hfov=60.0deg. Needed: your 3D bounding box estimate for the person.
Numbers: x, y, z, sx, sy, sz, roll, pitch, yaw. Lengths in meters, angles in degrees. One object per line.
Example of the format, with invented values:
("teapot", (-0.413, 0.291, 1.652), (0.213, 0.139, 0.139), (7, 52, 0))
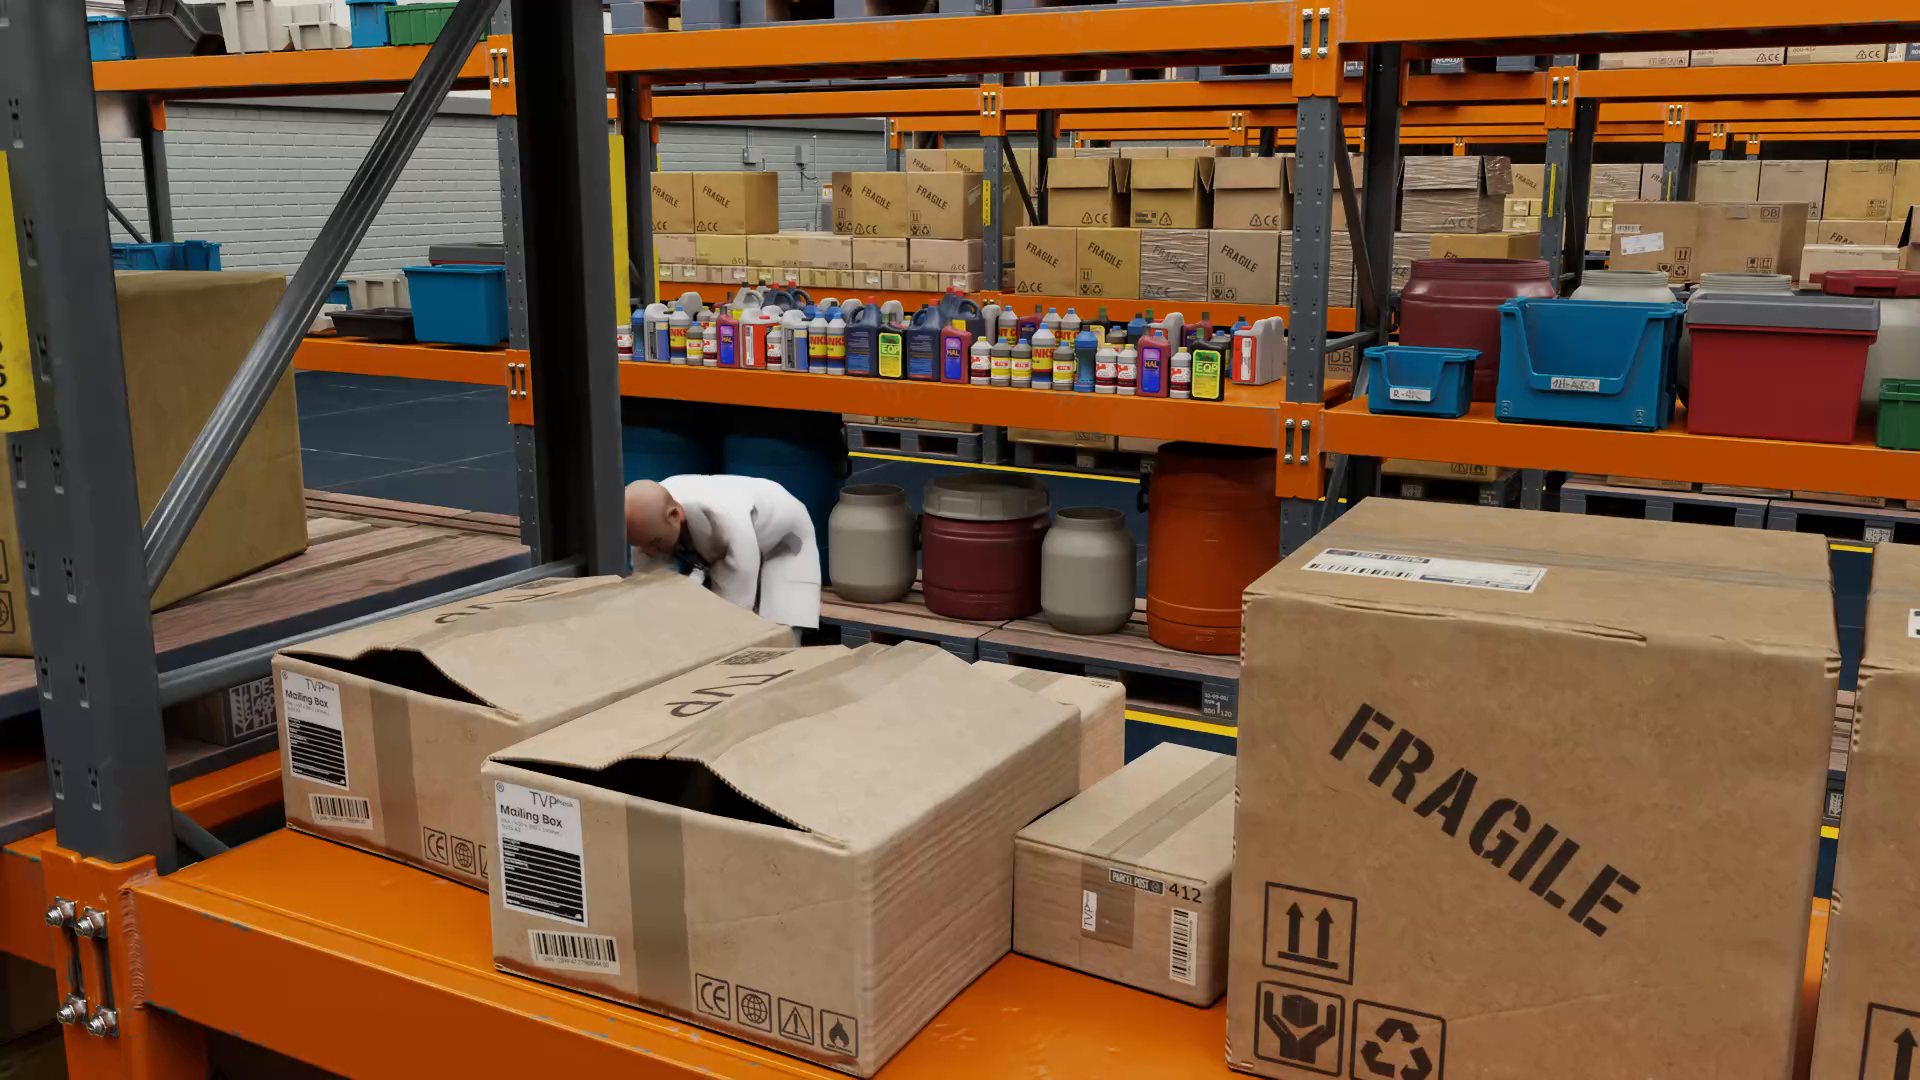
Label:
("person", (-0.831, 0.373, 5.614), (0.559, 1.219, 0.929), (6, 14, 27))
